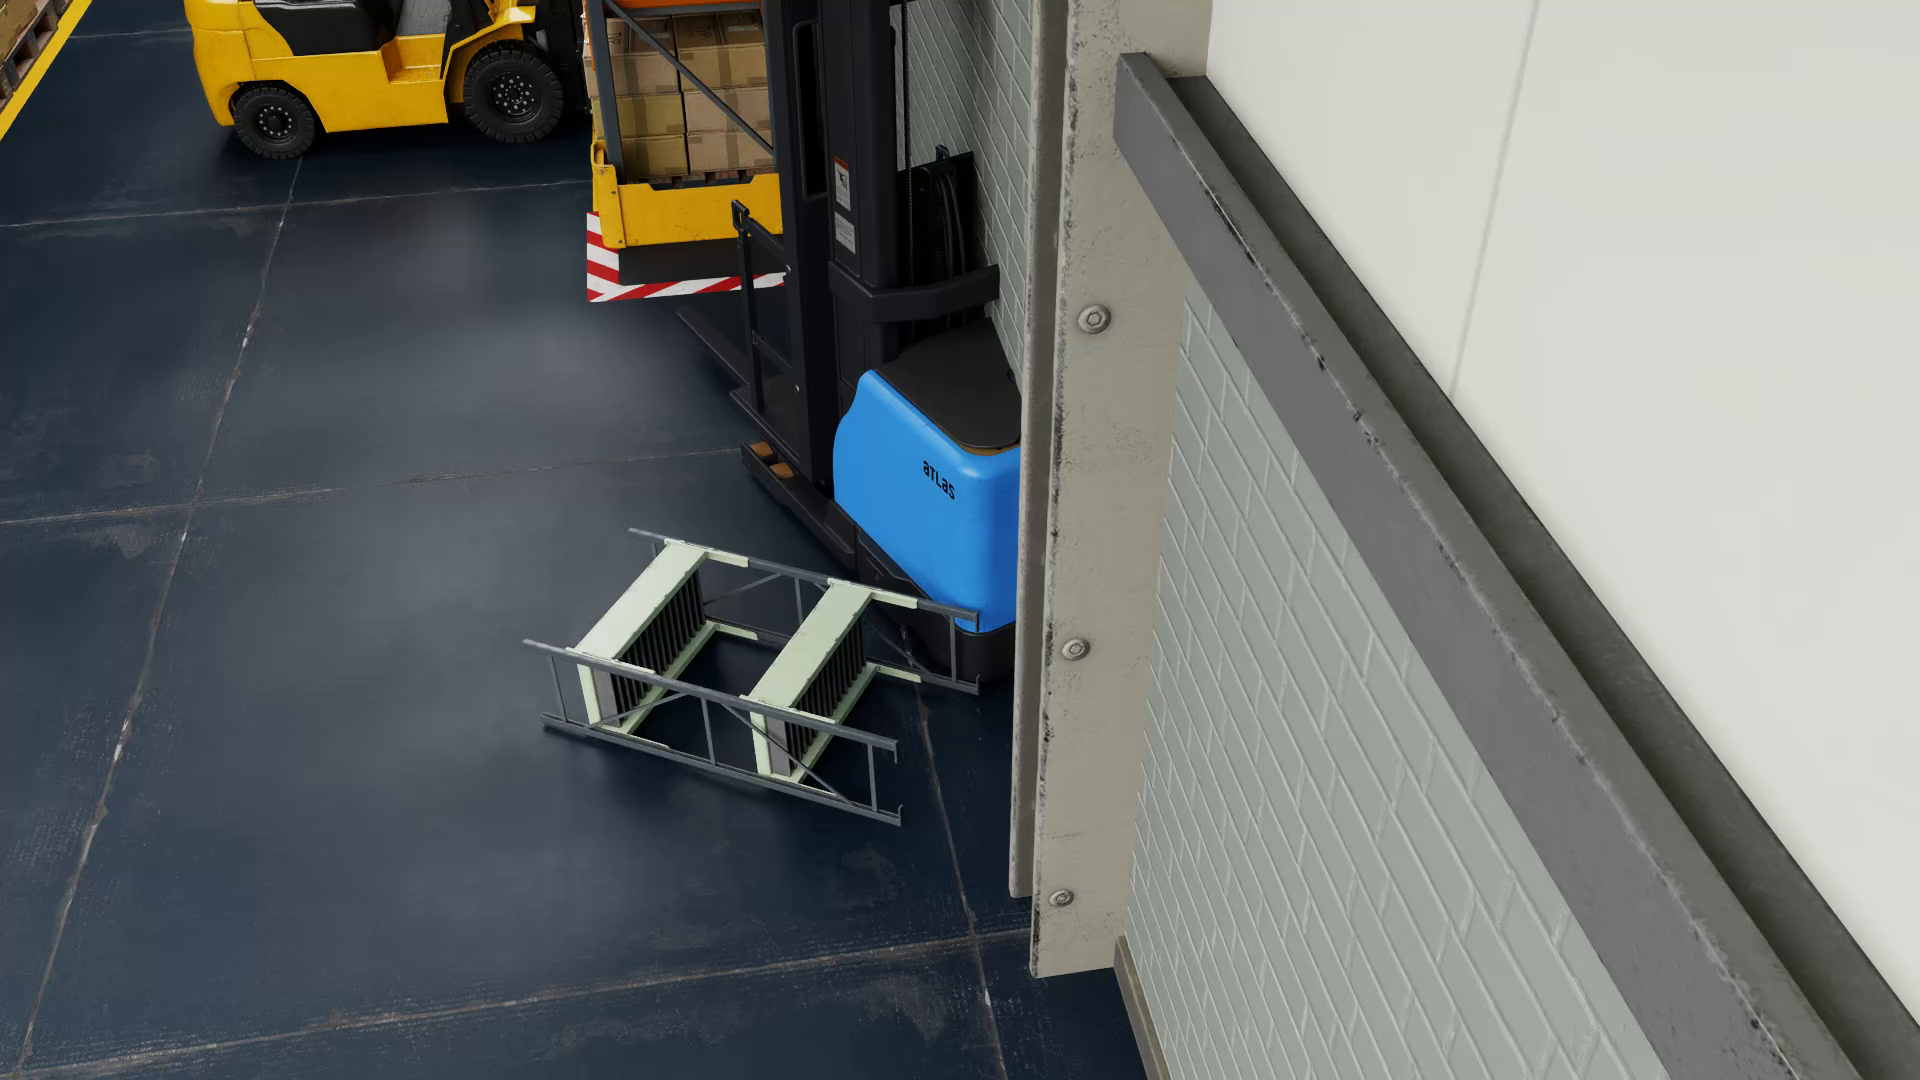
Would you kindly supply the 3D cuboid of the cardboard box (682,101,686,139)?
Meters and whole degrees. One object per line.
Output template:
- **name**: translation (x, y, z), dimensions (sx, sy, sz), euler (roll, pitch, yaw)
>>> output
- **cardboard box**: translation (-1.935, -2.632, 10.092), dimensions (0.500, 0.250, 0.500), euler (-6, 38, -8)

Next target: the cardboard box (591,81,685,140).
- **cardboard box**: translation (-1.857, -2.538, 9.564), dimensions (0.500, 0.250, 0.500), euler (-7, 38, -9)

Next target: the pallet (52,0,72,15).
- **pallet**: translation (-7.189, -4.249, 12.548), dimensions (1.003, 0.211, 1.213), euler (-6, 38, -8)

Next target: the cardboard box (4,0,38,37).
- **cardboard box**: translation (-6.683, -3.632, 11.379), dimensions (0.500, 0.250, 0.500), euler (-5, 38, -6)

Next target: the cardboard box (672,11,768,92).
- **cardboard box**: translation (-1.362, -2.786, 9.475), dimensions (0.500, 0.250, 0.500), euler (-7, 38, -9)

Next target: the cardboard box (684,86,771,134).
- **cardboard box**: translation (-1.342, -2.584, 9.623), dimensions (0.500, 0.250, 0.500), euler (-6, 38, -7)

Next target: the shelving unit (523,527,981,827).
- **shelving unit**: translation (-0.762, 0.480, 6.251), dimensions (1.500, 0.431, 0.755), euler (13, 39, 18)

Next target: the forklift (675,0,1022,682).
- **forklift**: translation (-0.339, -1.481, 6.768), dimensions (1.130, 2.935, 3.031), euler (-22, 43, -25)

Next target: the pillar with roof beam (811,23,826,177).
- **pillar with roof beam**: translation (-4.937, -5.424, 6.897), dimensions (9.100, 9.000, 0.400), euler (-6, 38, -8)

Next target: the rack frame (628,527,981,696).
- **rack frame**: translation (-0.623, 0.274, 6.519), dimensions (1.500, 0.400, 0.023), euler (13, 39, 18)

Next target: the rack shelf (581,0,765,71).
- **rack shelf**: translation (-1.815, -3.925, 10.443), dimensions (1.077, 0.370, 4.000), euler (-6, 38, -8)

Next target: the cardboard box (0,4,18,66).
- **cardboard box**: translation (-6.580, -3.312, 10.967), dimensions (0.500, 0.250, 0.500), euler (-7, 38, -9)

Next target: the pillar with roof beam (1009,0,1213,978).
- **pillar with roof beam**: translation (-3.885, -1.800, 2.232), dimensions (9.100, 9.000, 0.400), euler (-6, 38, -8)

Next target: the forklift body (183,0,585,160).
- **forklift body**: translation (-3.593, -3.615, 10.150), dimensions (2.313, 2.155, 1.214), euler (-6, 38, -8)

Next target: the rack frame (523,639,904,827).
- **rack frame**: translation (-0.901, 0.686, 5.982), dimensions (1.500, 0.400, 0.023), euler (13, 39, 18)

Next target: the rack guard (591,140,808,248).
- **rack guard**: translation (-1.460, -1.999, 9.416), dimensions (1.175, 0.500, 0.348), euler (-6, 38, -8)

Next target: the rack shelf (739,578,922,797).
- **rack shelf**: translation (-0.460, 0.549, 6.148), dimensions (0.370, 0.431, 0.720), euler (13, 39, 18)

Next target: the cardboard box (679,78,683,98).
- **cardboard box**: translation (-1.934, -2.843, 9.955), dimensions (0.500, 0.250, 0.500), euler (-7, 38, -8)

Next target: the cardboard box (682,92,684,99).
- **cardboard box**: translation (-1.441, -2.886, 10.012), dimensions (0.500, 0.250, 0.500), euler (-7, 38, -8)

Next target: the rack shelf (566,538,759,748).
- **rack shelf**: translation (-1.123, 0.397, 6.374), dimensions (0.370, 0.431, 0.720), euler (13, 39, 18)

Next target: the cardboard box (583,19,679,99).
- **cardboard box**: translation (-1.852, -2.720, 9.390), dimensions (0.500, 0.250, 0.500), euler (-5, 38, -6)

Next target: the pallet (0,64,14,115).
- **pallet**: translation (-6.682, -2.639, 10.475), dimensions (1.003, 0.211, 1.213), euler (-6, 38, -8)

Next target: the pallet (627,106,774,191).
- **pallet**: translation (-1.639, -2.357, 10.112), dimensions (1.003, 0.211, 1.213), euler (-6, 38, -8)

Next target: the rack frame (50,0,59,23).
- **rack frame**: translation (-7.051, -4.881, 11.087), dimensions (1.000, 3.000, 0.127), euler (-6, 38, -8)

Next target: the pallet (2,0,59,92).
- **pallet**: translation (-6.899, -3.377, 11.425), dimensions (1.003, 0.211, 1.213), euler (-6, 38, -8)

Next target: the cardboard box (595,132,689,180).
- **cardboard box**: translation (-1.857, -2.330, 9.704), dimensions (0.500, 0.250, 0.500), euler (-6, 38, -8)

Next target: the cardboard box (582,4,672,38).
- **cardboard box**: translation (-1.947, -3.028, 9.786), dimensions (0.500, 0.250, 0.500), euler (-6, 38, -7)

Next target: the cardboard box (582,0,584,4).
- **cardboard box**: translation (-2.045, -3.332, 10.177), dimensions (0.500, 0.250, 0.500), euler (-6, 38, -7)

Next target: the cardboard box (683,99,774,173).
- **cardboard box**: translation (-1.358, -2.398, 9.791), dimensions (0.500, 0.250, 0.500), euler (-6, 38, -8)

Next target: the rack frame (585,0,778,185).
- **rack frame**: translation (-1.464, -3.001, 8.667), dimensions (1.000, 3.000, 0.127), euler (-6, 38, -8)

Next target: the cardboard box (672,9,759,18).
- **cardboard box**: translation (-1.453, -3.088, 9.863), dimensions (0.500, 0.250, 0.500), euler (-6, 38, -8)

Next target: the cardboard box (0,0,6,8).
- **cardboard box**: translation (-6.593, -3.621, 10.754), dimensions (0.500, 0.500, 0.500), euler (-6, 38, -7)
